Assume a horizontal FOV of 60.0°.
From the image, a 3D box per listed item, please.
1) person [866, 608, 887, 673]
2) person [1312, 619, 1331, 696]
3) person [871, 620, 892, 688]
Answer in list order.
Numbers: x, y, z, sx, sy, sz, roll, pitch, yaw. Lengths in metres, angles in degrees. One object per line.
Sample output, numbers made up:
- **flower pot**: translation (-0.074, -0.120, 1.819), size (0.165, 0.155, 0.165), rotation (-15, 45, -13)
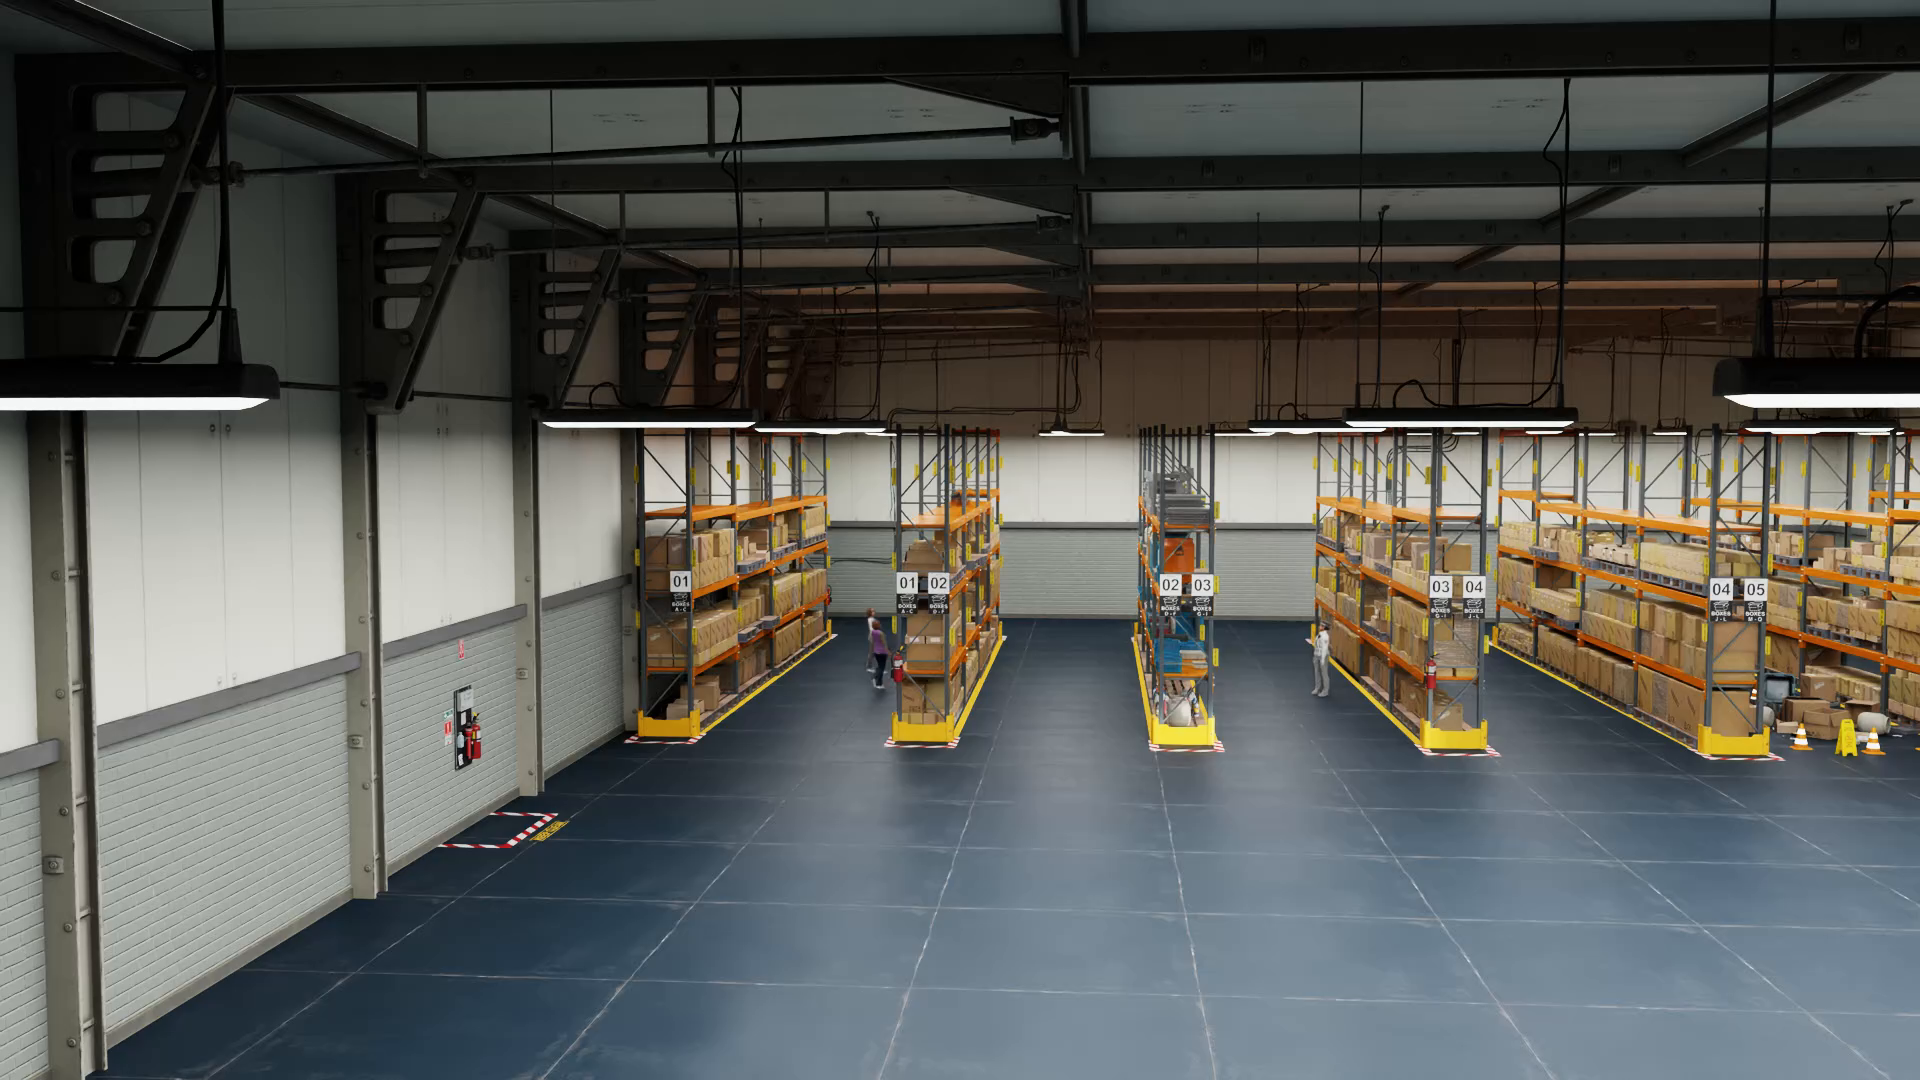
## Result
- **person**: translation (-2.036, 2.459, 40.695), size (0.520, 1.583, 0.464), rotation (0, 3, -2)
- **person**: translation (8.067, 2.614, 37.100), size (0.403, 1.699, 0.519), rotation (-1, 4, -20)
- **person**: translation (-1.804, 2.606, 38.029), size (0.444, 1.572, 0.412), rotation (3, 4, 38)
